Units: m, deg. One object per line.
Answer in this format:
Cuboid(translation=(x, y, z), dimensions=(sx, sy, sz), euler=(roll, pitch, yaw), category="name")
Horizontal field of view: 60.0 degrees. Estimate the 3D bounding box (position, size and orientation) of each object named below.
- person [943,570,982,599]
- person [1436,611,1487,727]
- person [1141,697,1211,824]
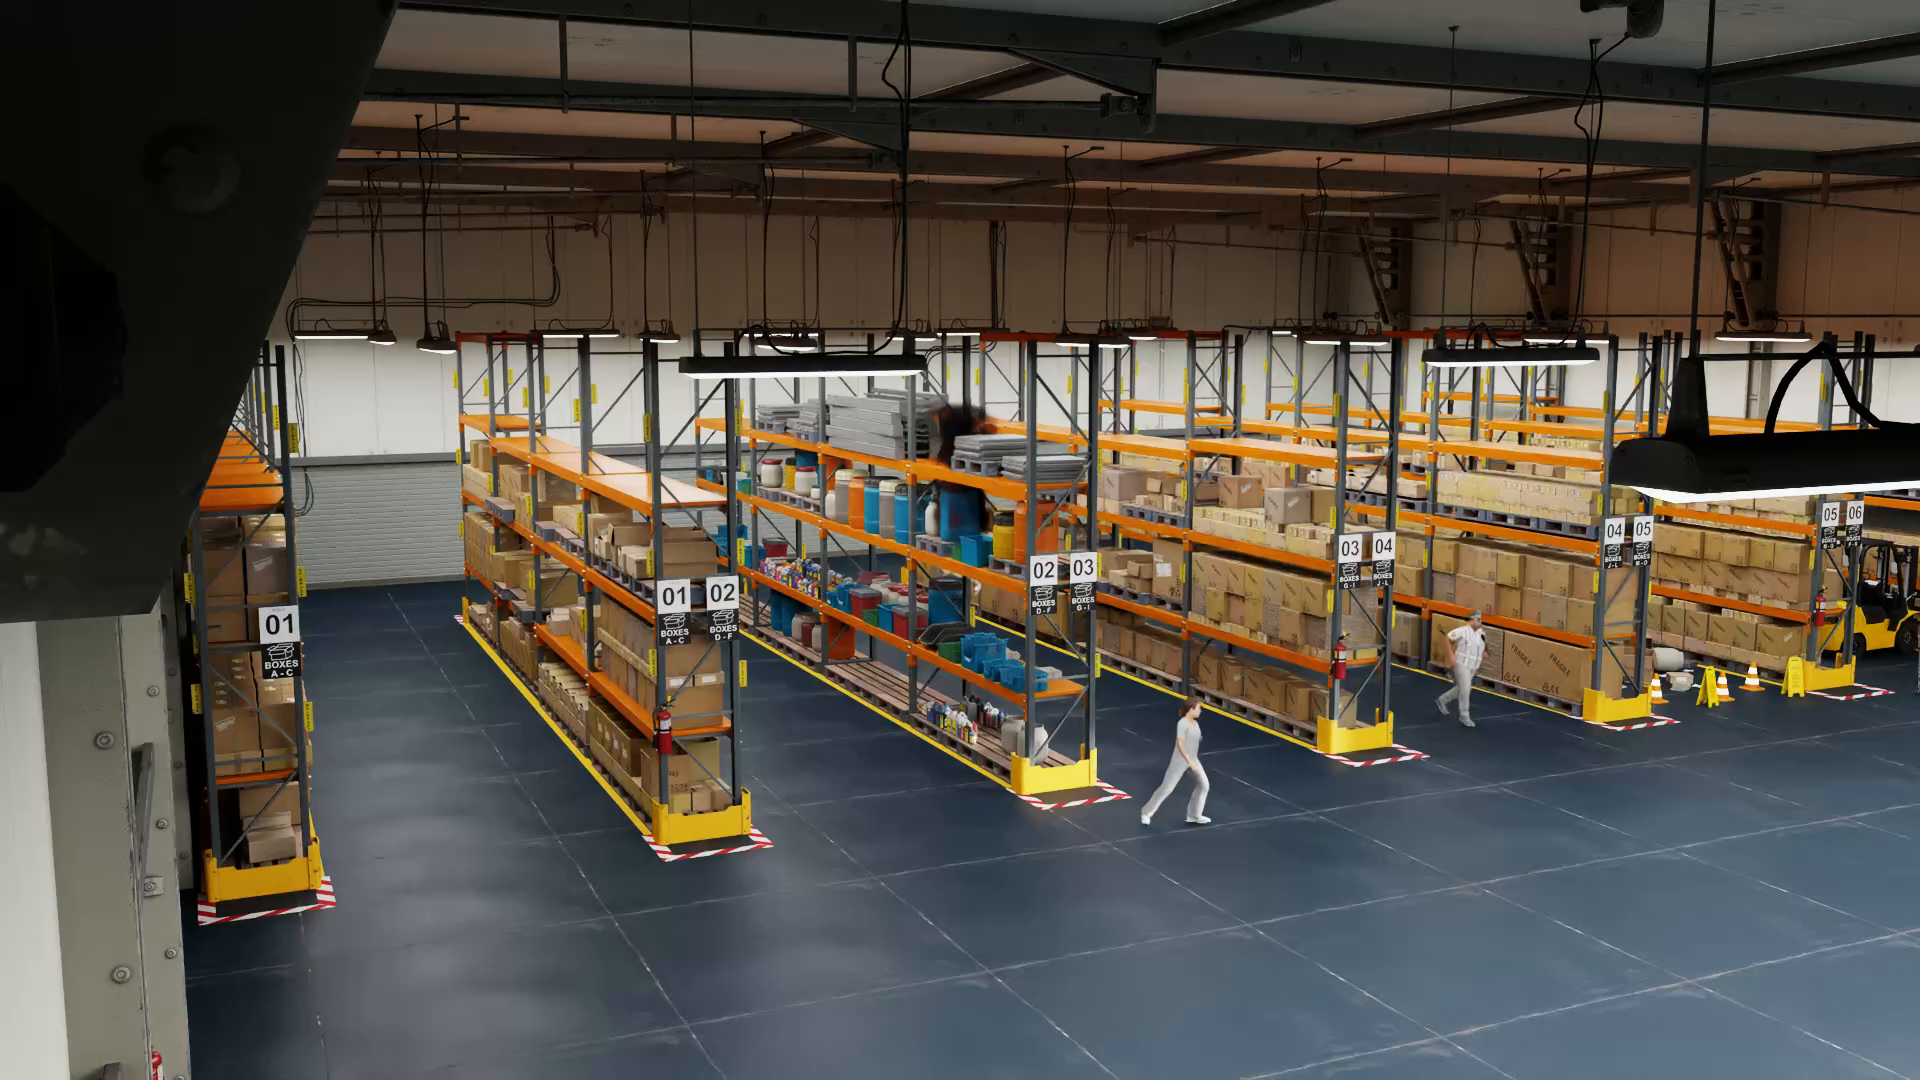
Cuboid(translation=(0.017, 1.131, 32.618), dimensions=(0.731, 1.612, 1.179), euler=(-2, 8, -16), category="person")
Cuboid(translation=(7.932, 1.953, 26.040), dimensions=(0.727, 1.727, 0.948), euler=(-5, 9, -32), category="person")
Cuboid(translation=(2.659, 2.761, 20.671), dimensions=(0.708, 1.608, 0.754), euler=(7, 10, 41), category="person")
